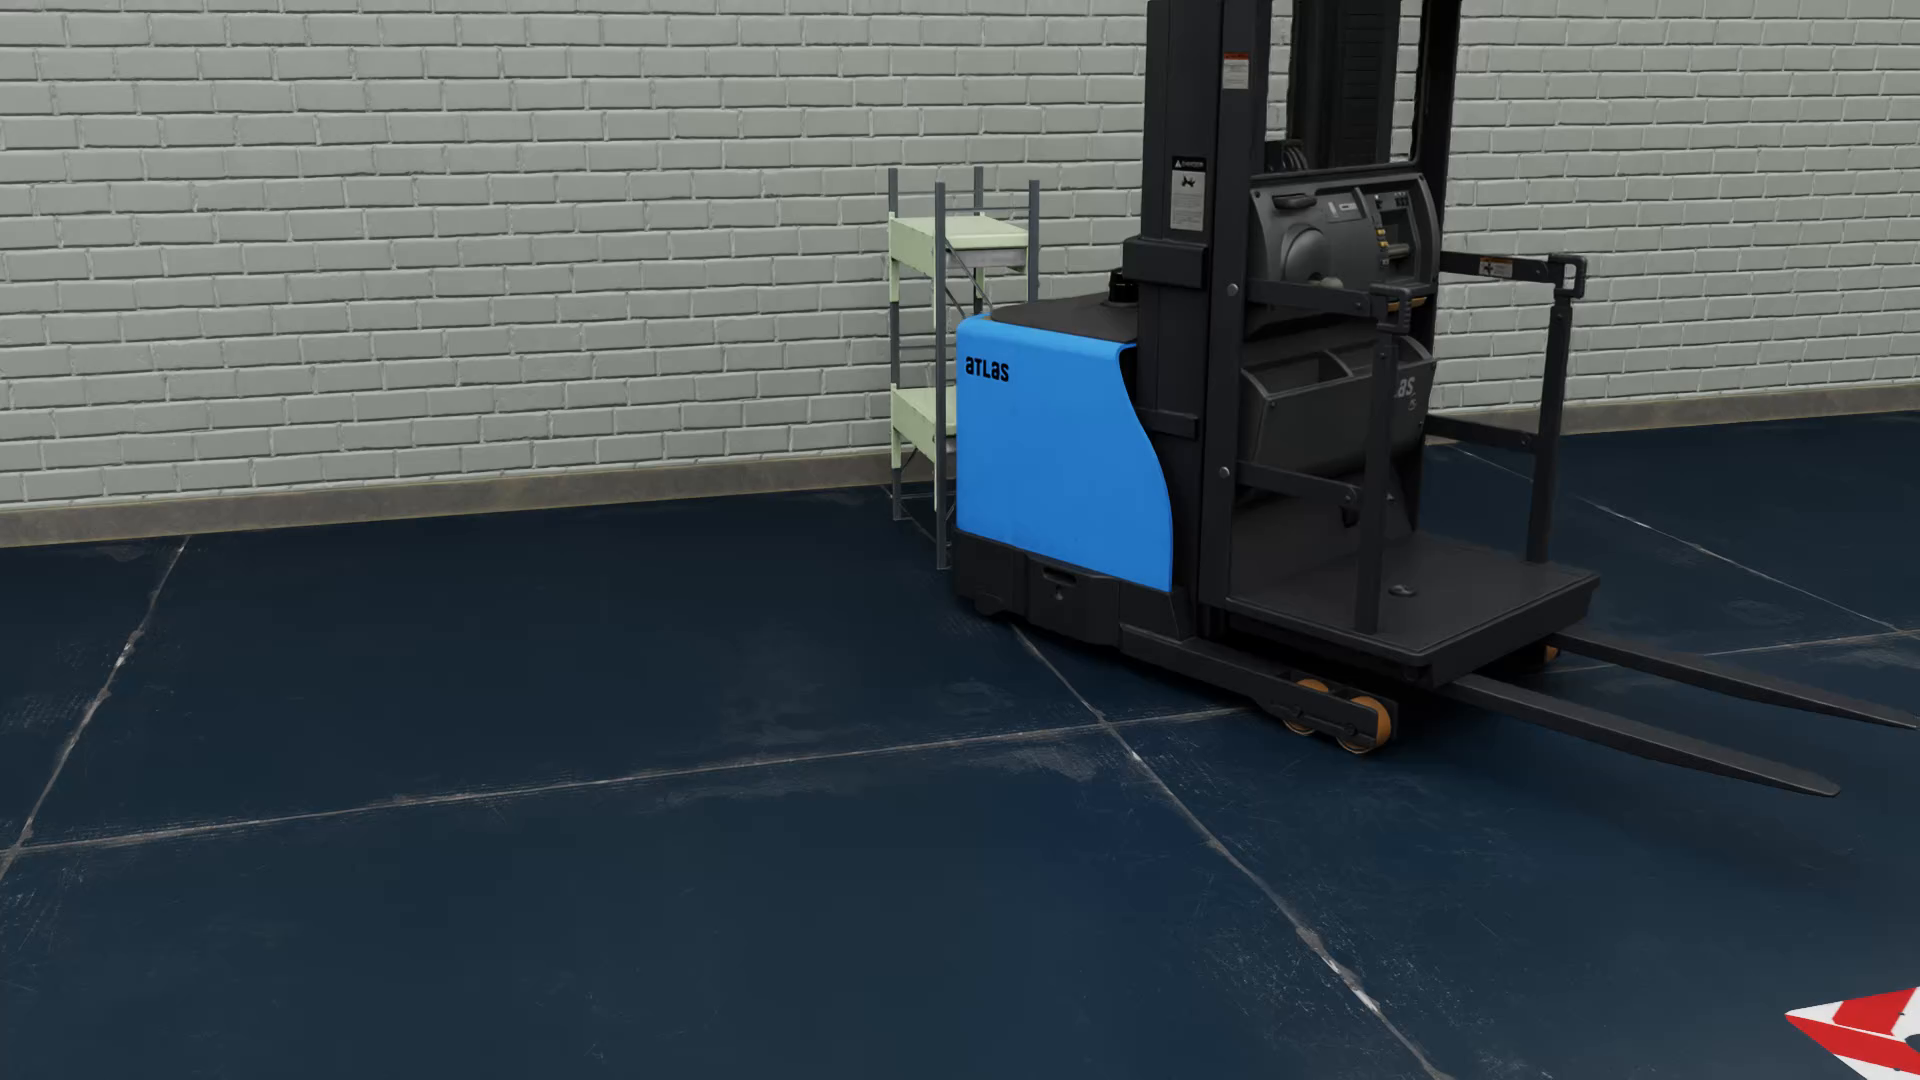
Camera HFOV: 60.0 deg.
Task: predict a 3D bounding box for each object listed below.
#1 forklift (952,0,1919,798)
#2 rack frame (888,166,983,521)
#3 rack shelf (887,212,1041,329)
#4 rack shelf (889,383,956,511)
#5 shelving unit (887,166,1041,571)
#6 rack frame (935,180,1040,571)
[{"bbox_3d":[1.348,-0.944,4.999,1.130,2.935,3.031,-15,22,-41],"label":"forklift"},{"bbox_3d":[-0.099,-0.818,7.067,0.400,1.500,0.023,-5,17,-15],"label":"rack frame"},{"bbox_3d":[0.002,-1.090,6.618,0.431,0.370,0.720,-5,17,-15],"label":"rack shelf"},{"bbox_3d":[0.002,-0.404,6.824,0.431,0.370,0.720,-5,17,-15],"label":"rack shelf"},{"bbox_3d":[0.002,-0.716,6.730,0.431,1.500,0.755,-5,17,-15],"label":"shelving unit"},{"bbox_3d":[0.102,-0.615,6.393,0.400,1.500,0.023,-5,17,-15],"label":"rack frame"}]
